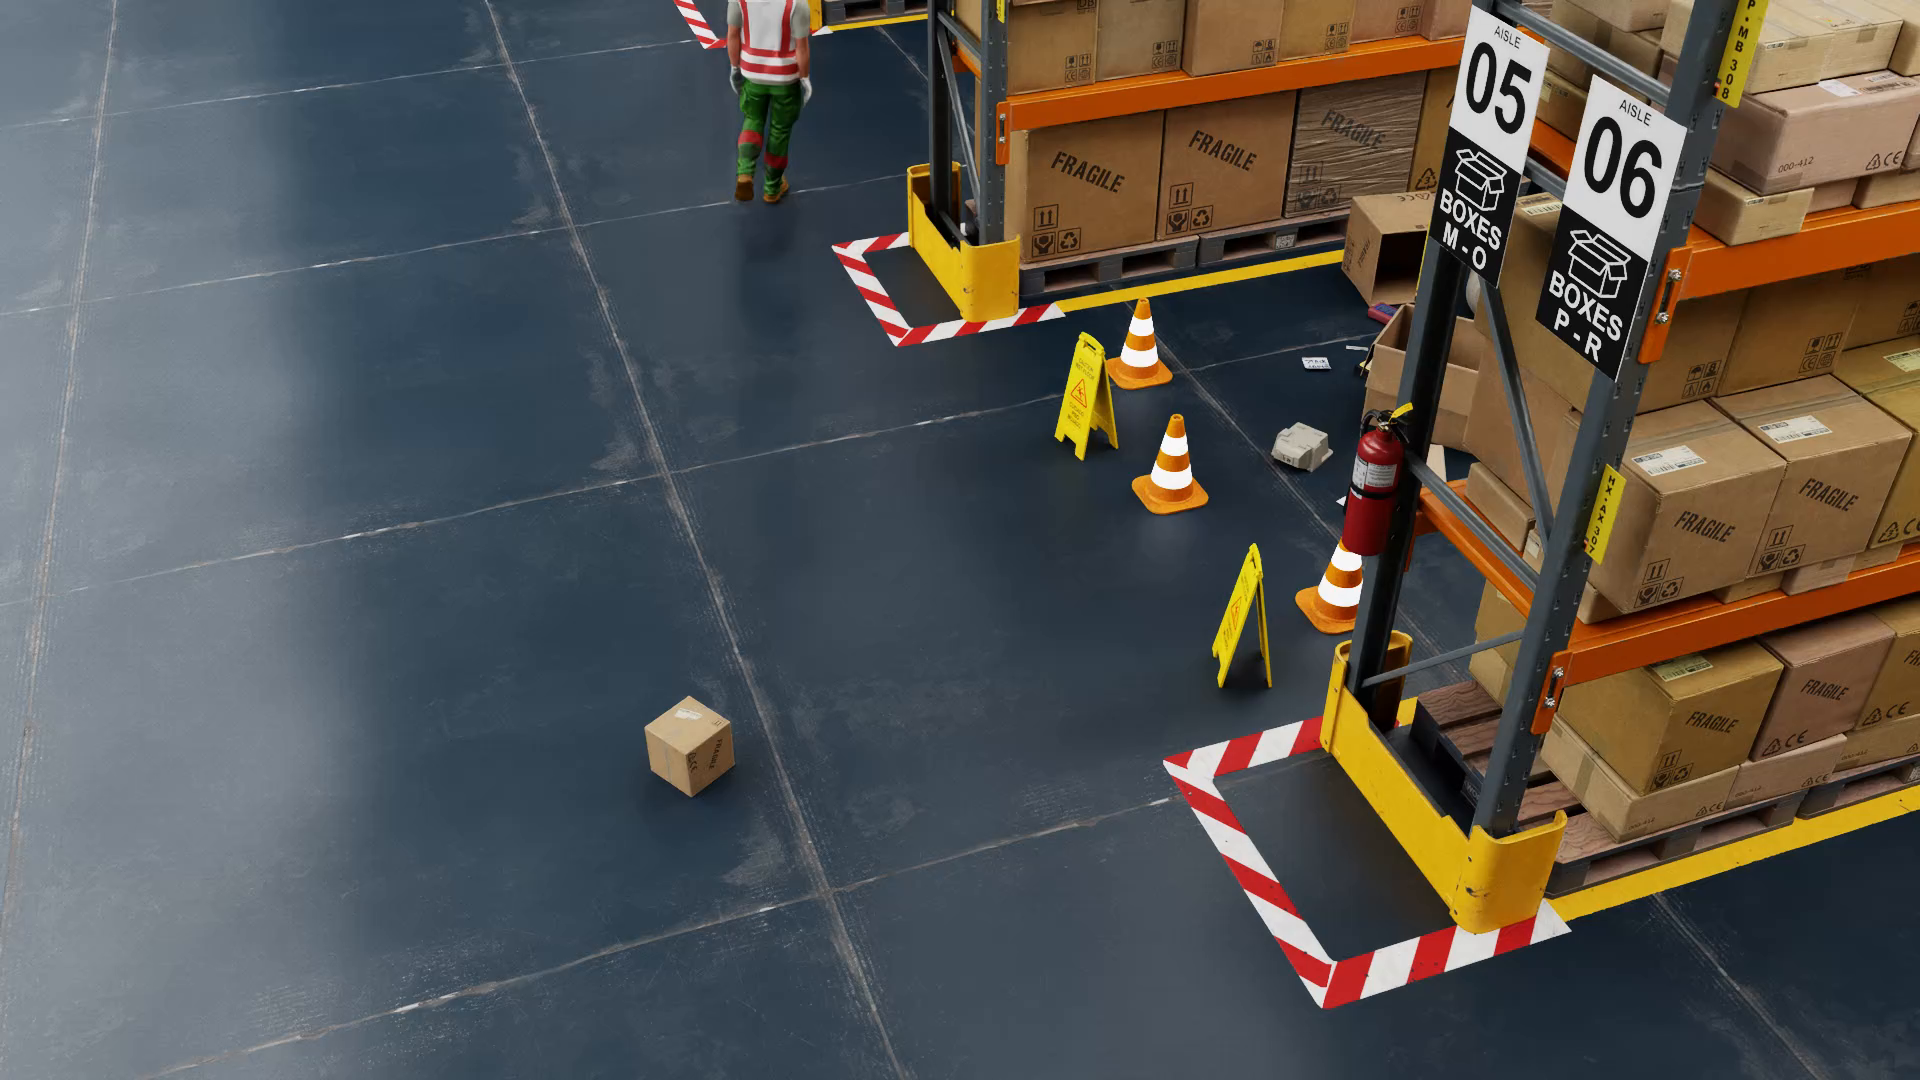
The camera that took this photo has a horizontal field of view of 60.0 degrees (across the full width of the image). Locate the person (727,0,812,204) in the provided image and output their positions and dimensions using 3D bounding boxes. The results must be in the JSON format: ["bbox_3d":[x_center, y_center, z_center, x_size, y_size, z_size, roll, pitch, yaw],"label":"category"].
[{"bbox_3d":[-1.197,-2.949,10.607,0.564,1.768,0.596,6,38,8],"label":"person"}]
